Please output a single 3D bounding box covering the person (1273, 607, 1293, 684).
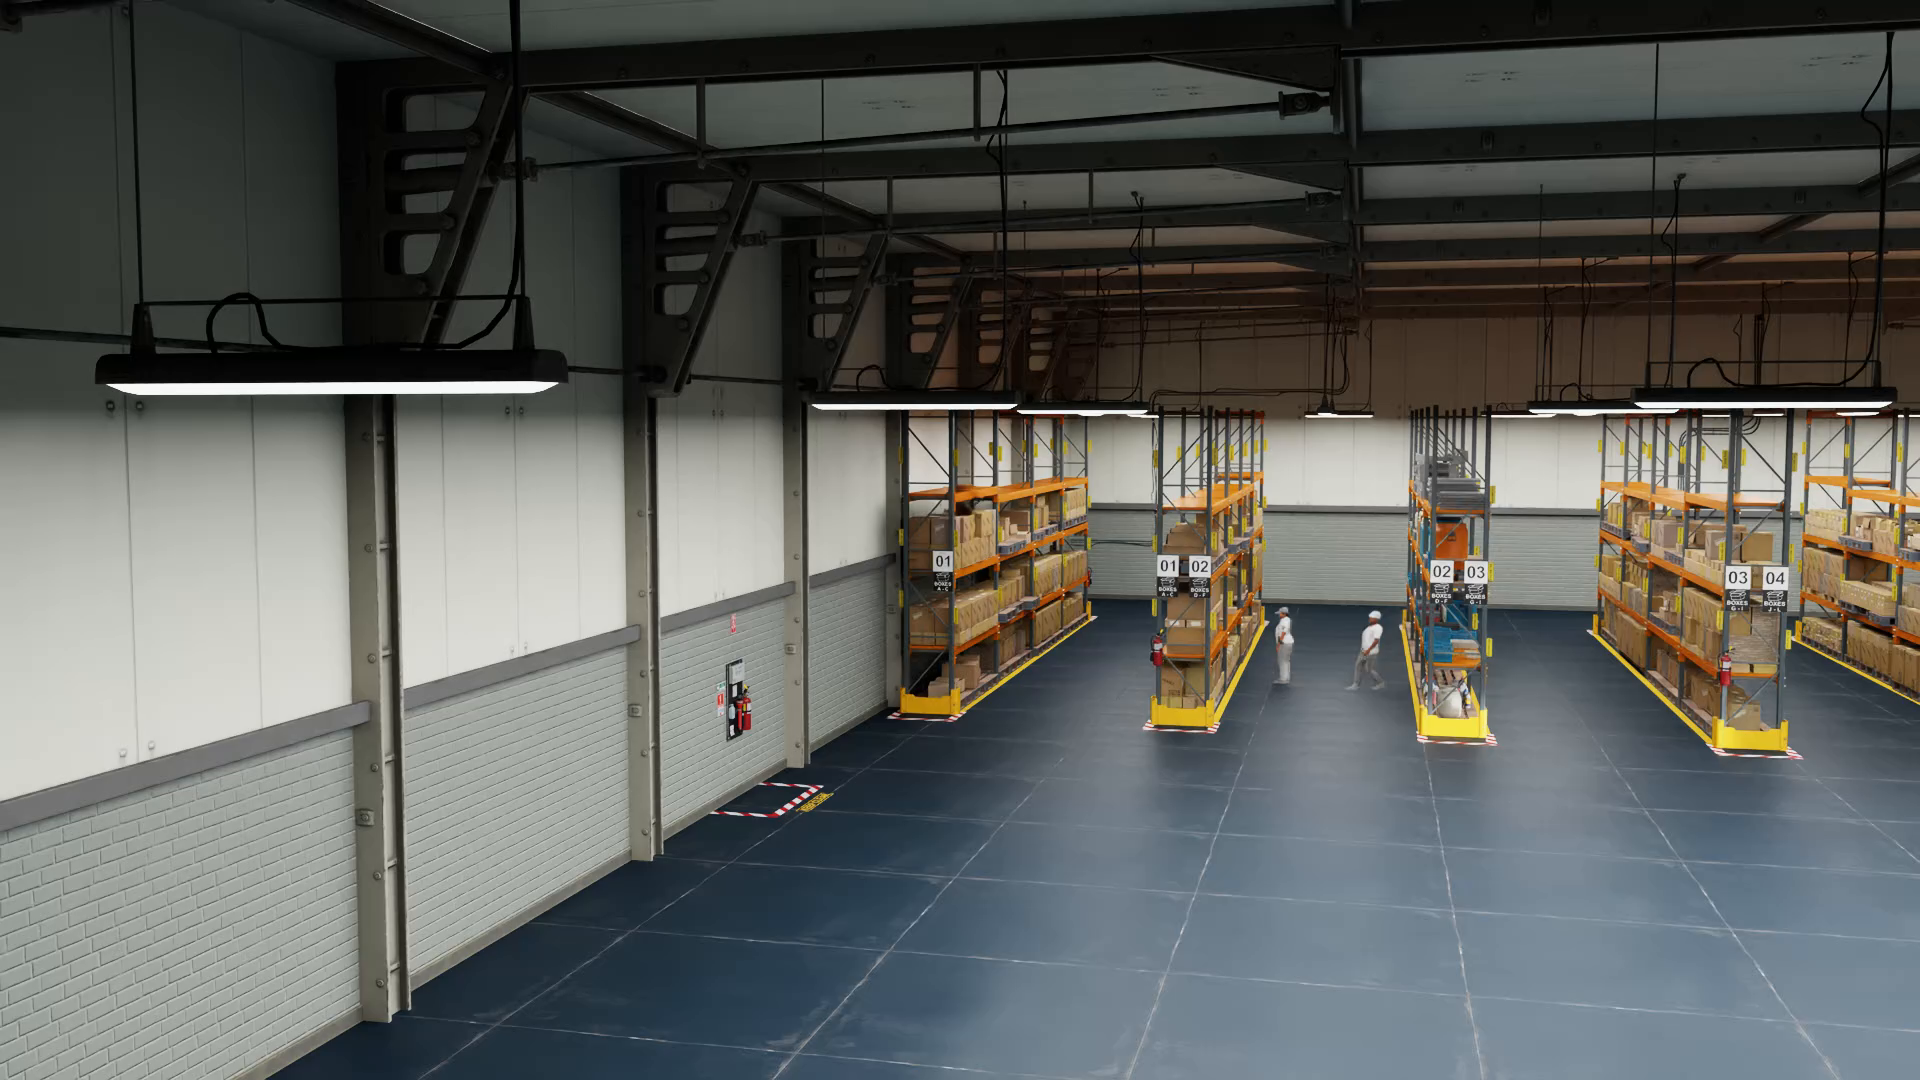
[{"bbox_3d":[7.031,2.294,36.144,0.405,1.675,0.498,2,4,20],"label":"person"}]

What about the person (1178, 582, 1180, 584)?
[{"bbox_3d":[6.106,1.533,46.292,0.397,1.732,0.618,0,4,-5],"label":"person"}]

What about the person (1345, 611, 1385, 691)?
[{"bbox_3d":[8.573,2.353,35.035,0.826,1.716,0.651,-1,4,-8],"label":"person"}]

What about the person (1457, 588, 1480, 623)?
[{"bbox_3d":[14.289,1.480,46.888,0.662,1.726,1.133,-1,4,-8],"label":"person"}]
